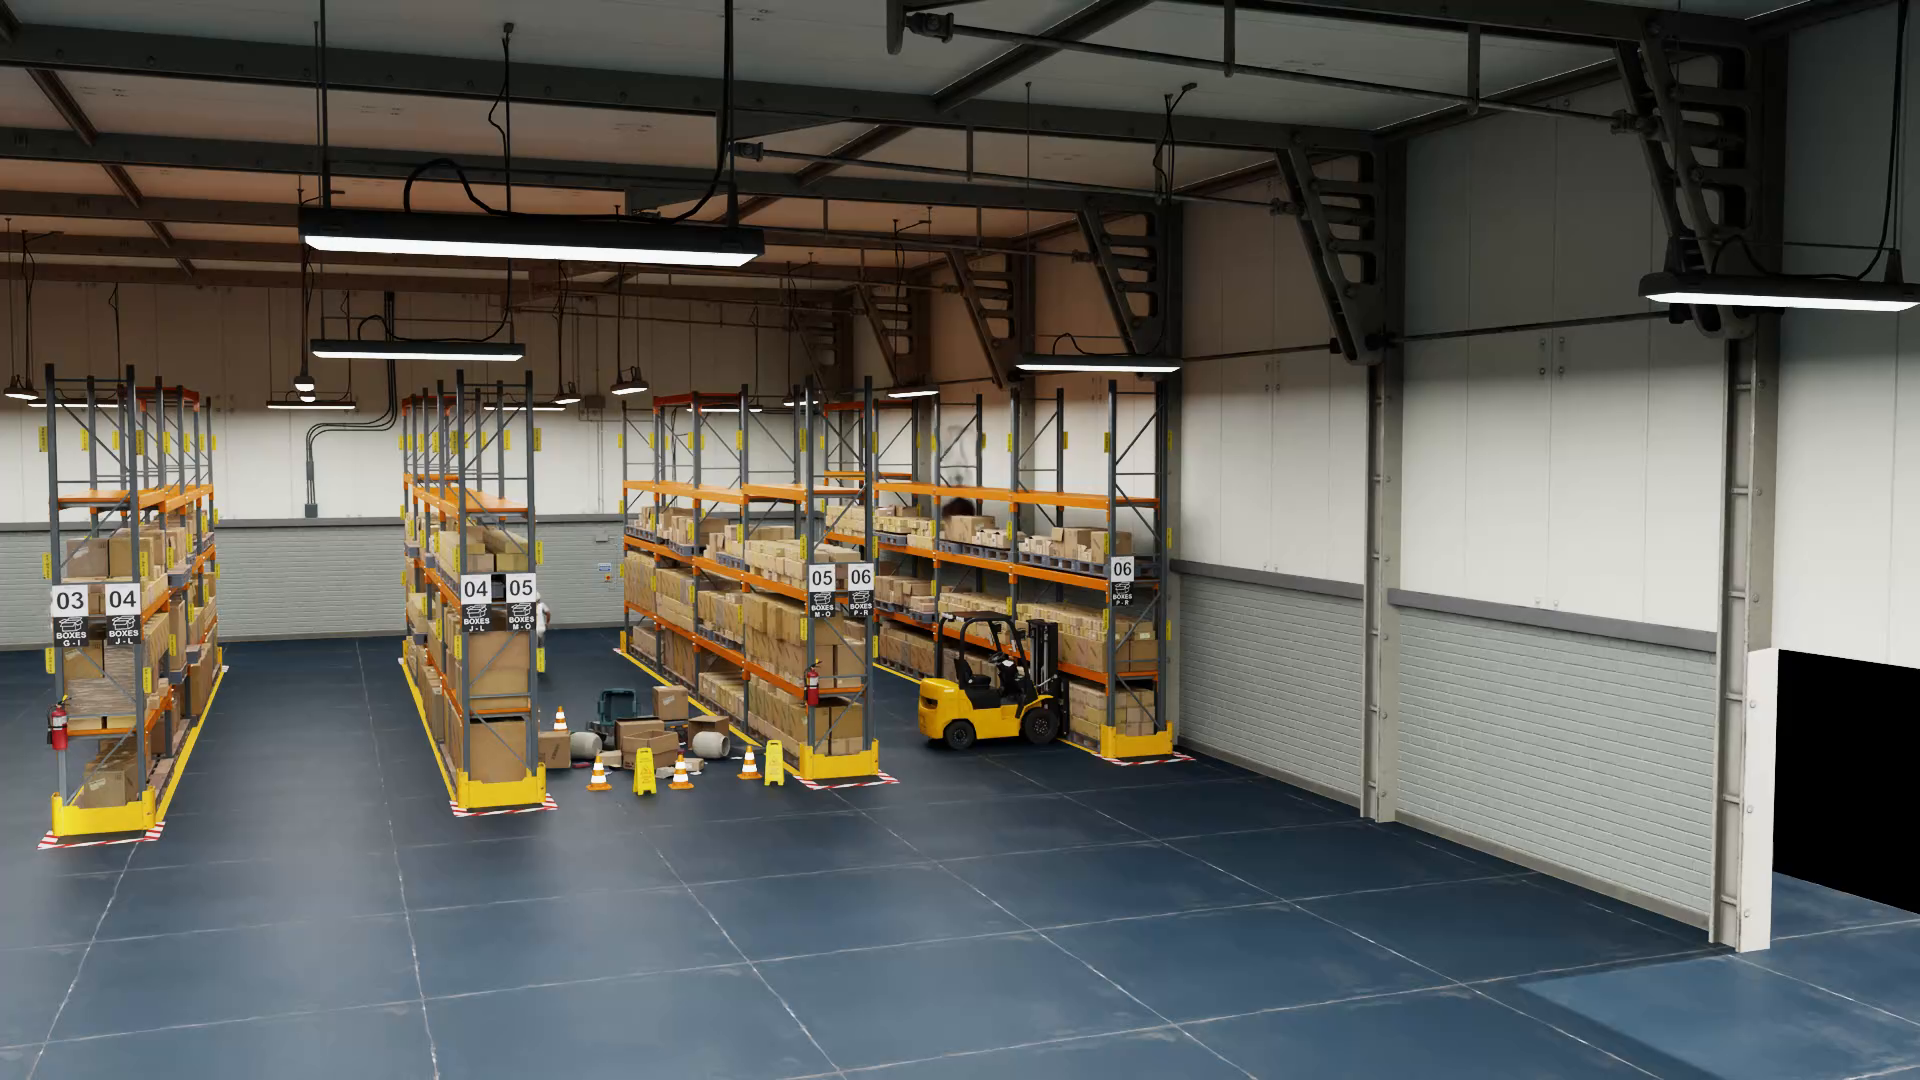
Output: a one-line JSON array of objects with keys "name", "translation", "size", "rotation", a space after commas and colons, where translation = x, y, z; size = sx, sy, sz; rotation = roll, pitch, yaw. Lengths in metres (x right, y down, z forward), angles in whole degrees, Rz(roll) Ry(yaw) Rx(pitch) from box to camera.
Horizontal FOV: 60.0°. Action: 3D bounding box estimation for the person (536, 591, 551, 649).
[{"name": "person", "translation": [-9.206, 2.028, 36.000], "size": [0.632, 1.835, 1.072], "rotation": [-1, 4, -22]}]
